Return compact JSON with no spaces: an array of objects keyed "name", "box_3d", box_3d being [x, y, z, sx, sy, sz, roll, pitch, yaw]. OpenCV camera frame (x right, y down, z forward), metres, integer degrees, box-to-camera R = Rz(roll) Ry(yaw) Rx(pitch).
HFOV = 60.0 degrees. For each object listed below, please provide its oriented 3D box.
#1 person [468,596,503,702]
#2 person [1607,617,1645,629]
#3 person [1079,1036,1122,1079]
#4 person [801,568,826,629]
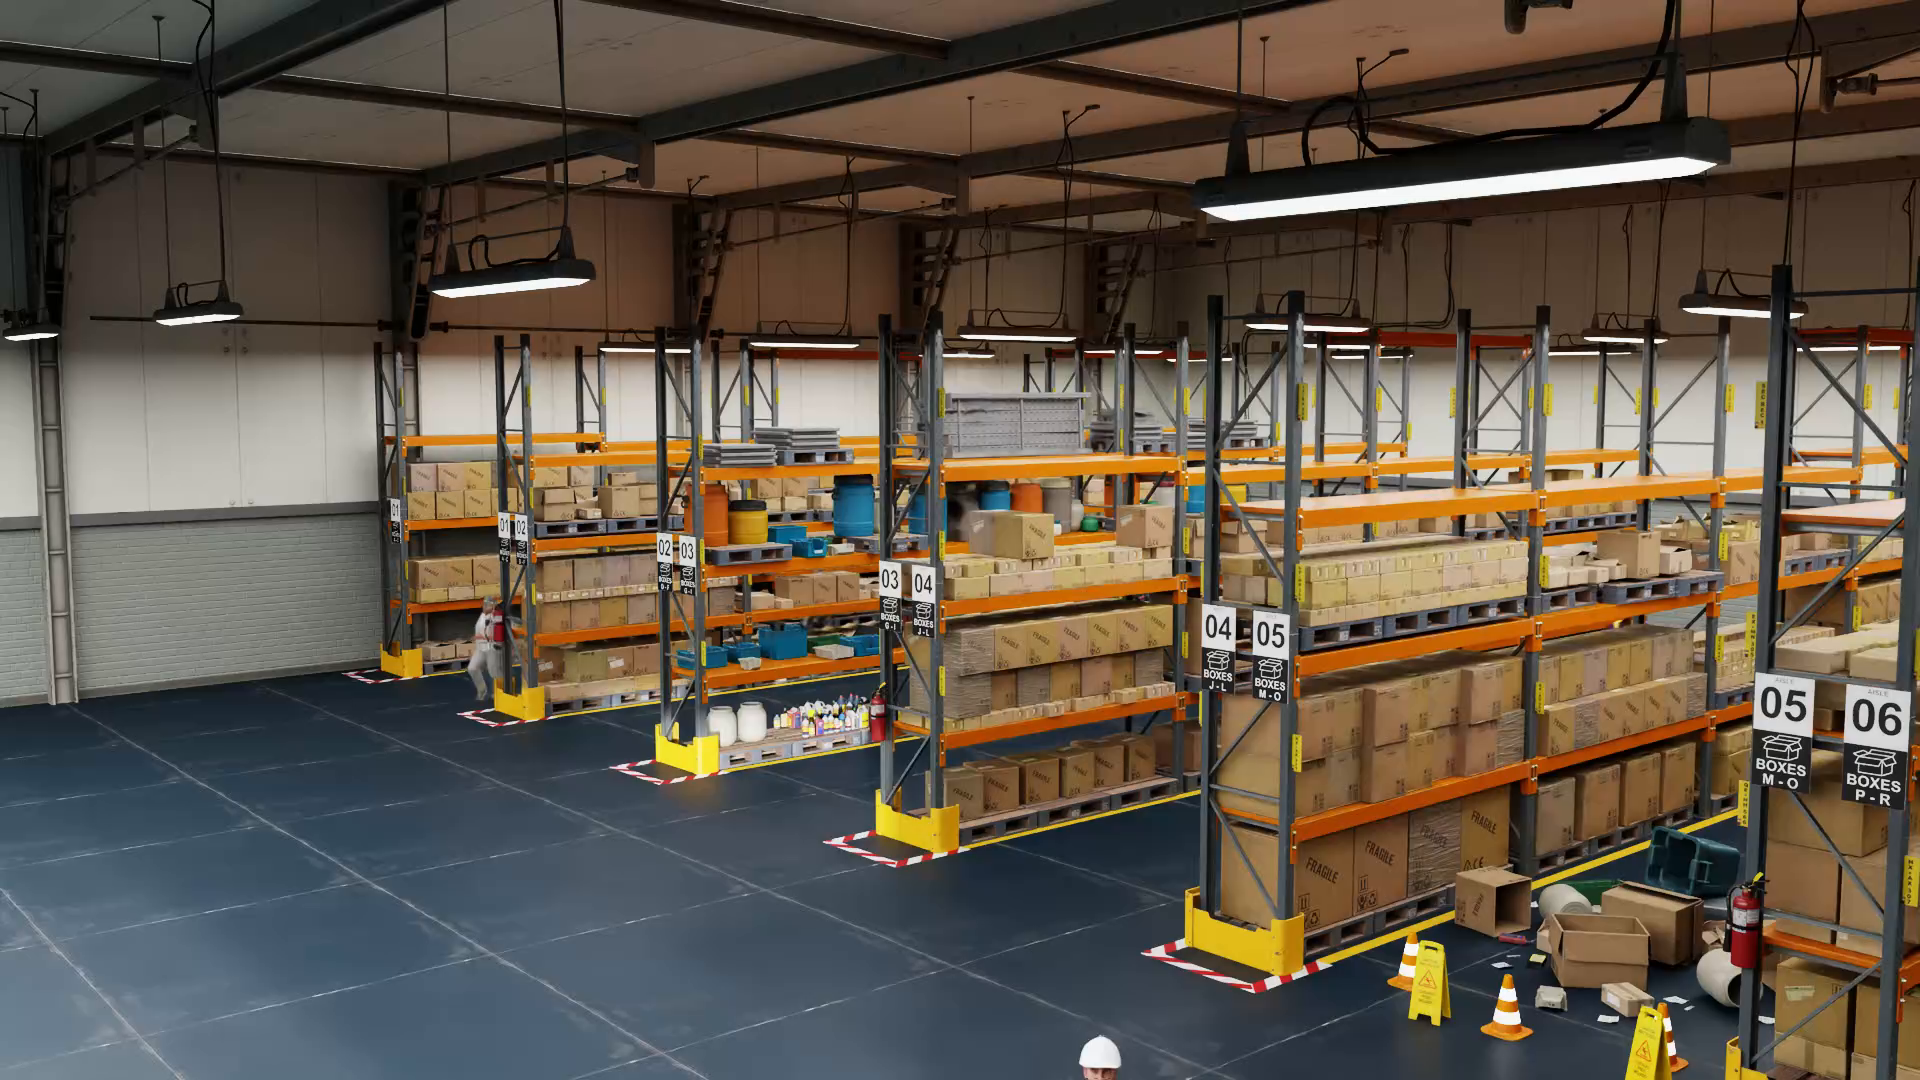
[{"name":"person","box_3d":[-7.759,1.815,27.467,0.643,1.819,0.723,4,6,35]},{"name":"person","box_3d":[10.431,1.892,26.103,0.844,1.808,0.683,-5,7,-43]},{"name":"person","box_3d":[0.693,3.467,8.694,0.590,1.754,0.970,0,5,3]},{"name":"person","box_3d":[-2.798,1.378,32.381,0.549,1.760,0.767,5,7,43]}]
